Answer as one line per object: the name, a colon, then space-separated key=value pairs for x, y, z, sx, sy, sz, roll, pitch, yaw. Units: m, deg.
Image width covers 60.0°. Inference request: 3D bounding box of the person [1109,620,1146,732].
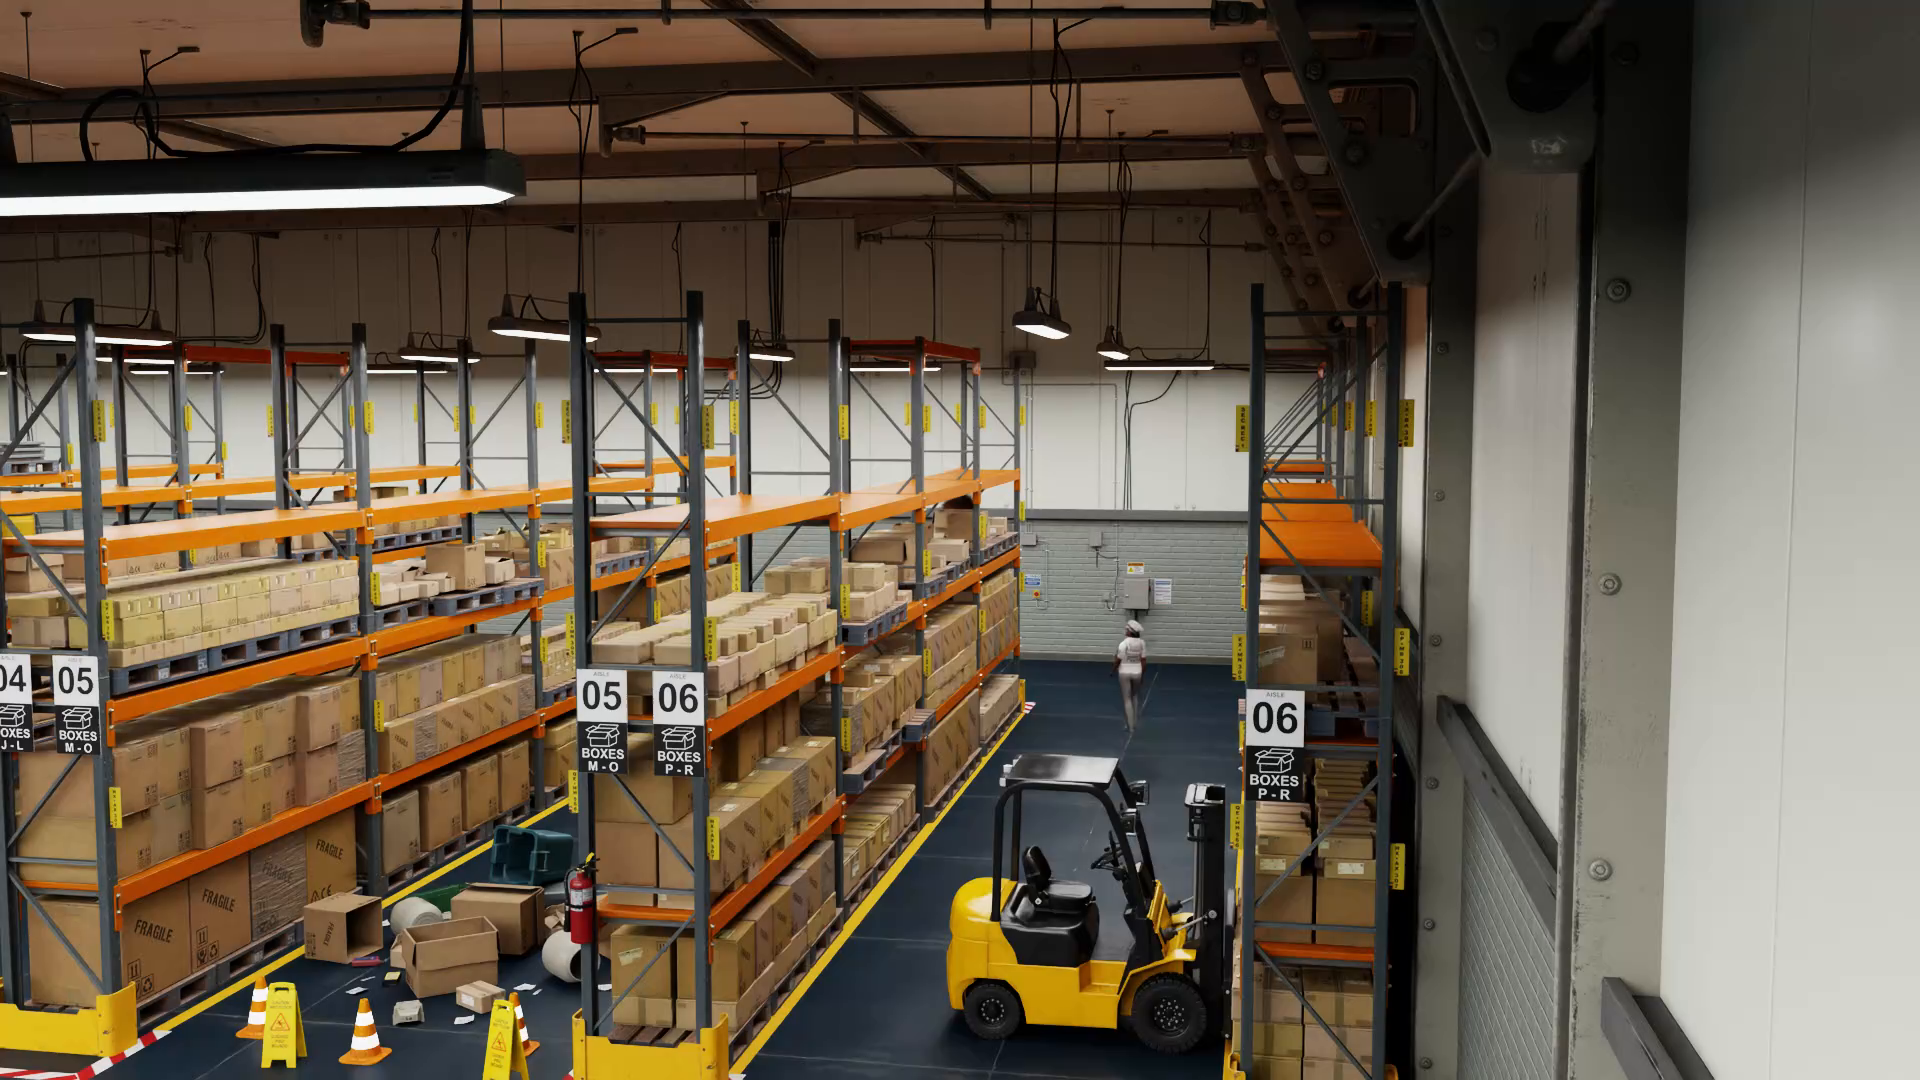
person: x=2.549 y=2.053 z=25.073 sx=0.511 sy=1.725 sz=0.654 roll=-1 pitch=5 yaw=-11
